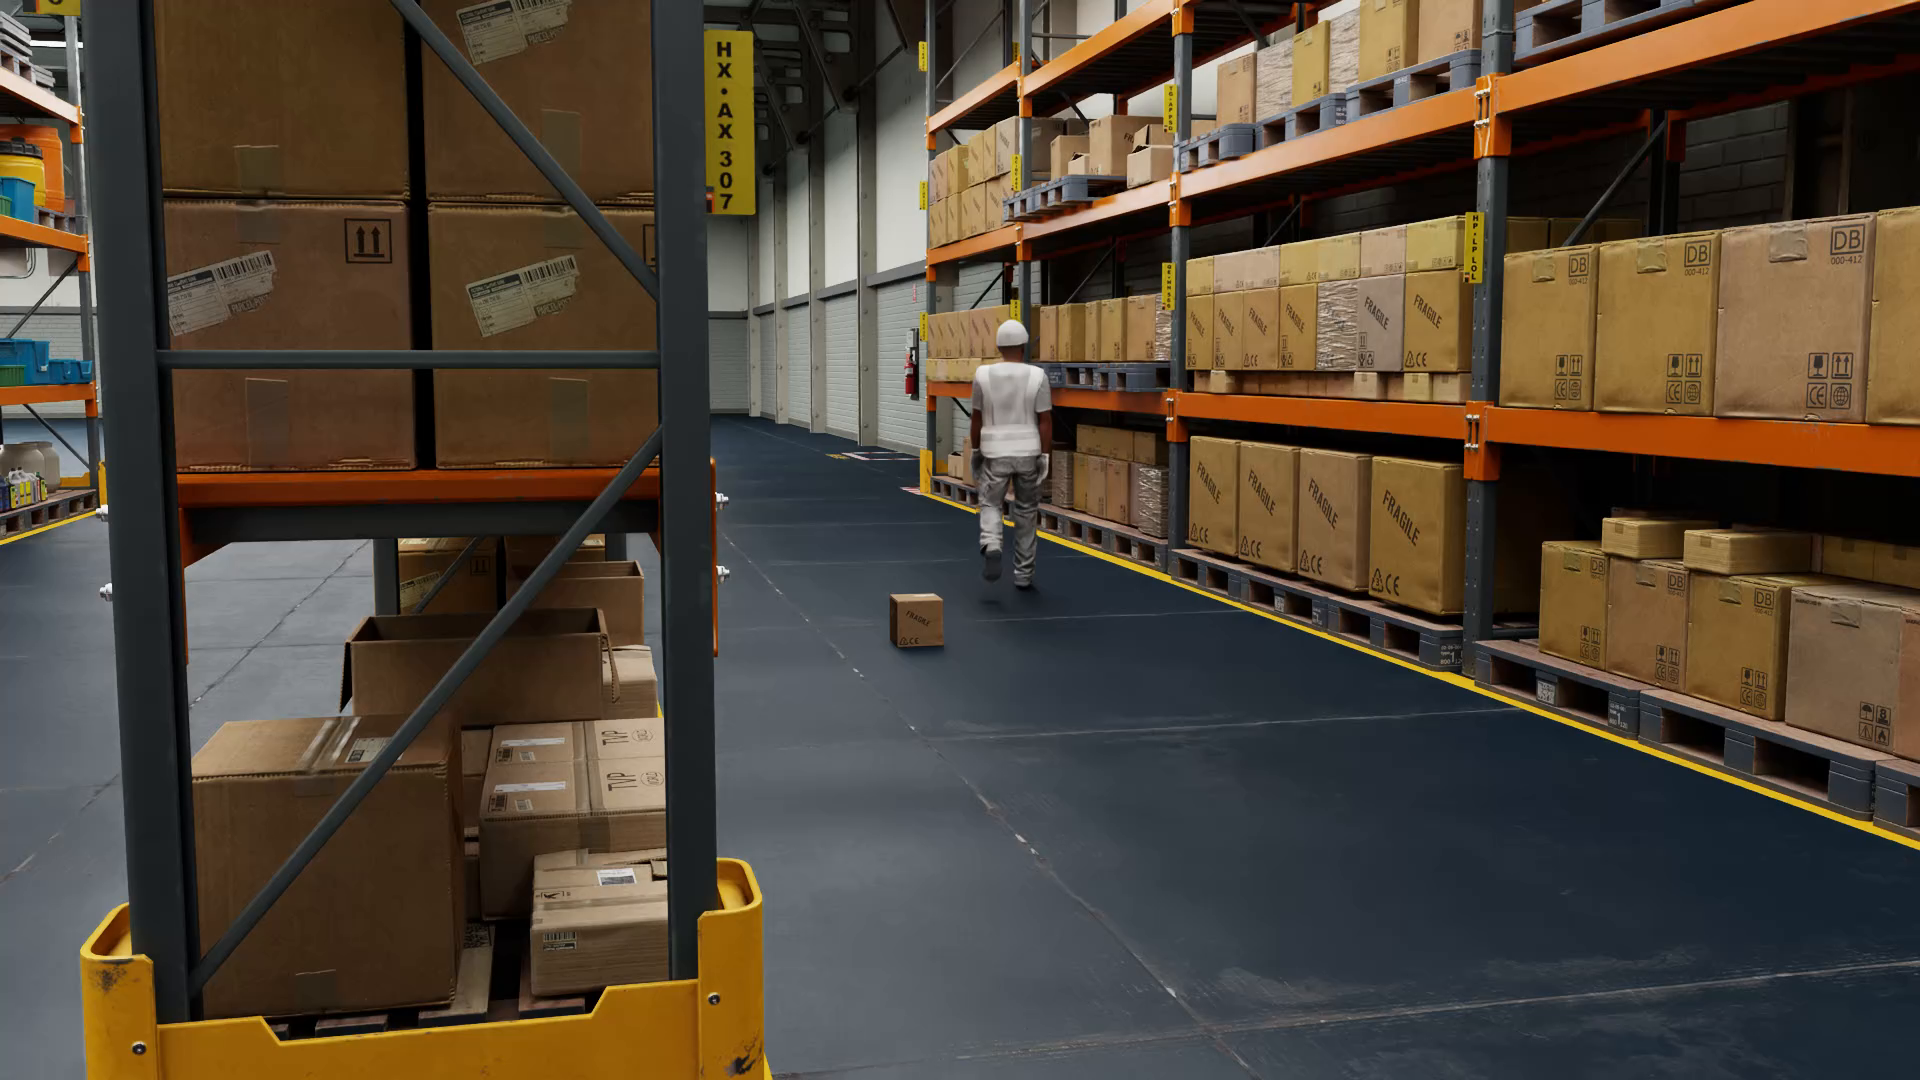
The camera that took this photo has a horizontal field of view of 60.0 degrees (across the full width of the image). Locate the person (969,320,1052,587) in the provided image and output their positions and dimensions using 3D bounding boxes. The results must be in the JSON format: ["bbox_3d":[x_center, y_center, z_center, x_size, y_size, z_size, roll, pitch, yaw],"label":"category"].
[{"bbox_3d":[0.332,-0.558,10.958,0.550,1.769,0.753,0,6,4],"label":"person"}]
